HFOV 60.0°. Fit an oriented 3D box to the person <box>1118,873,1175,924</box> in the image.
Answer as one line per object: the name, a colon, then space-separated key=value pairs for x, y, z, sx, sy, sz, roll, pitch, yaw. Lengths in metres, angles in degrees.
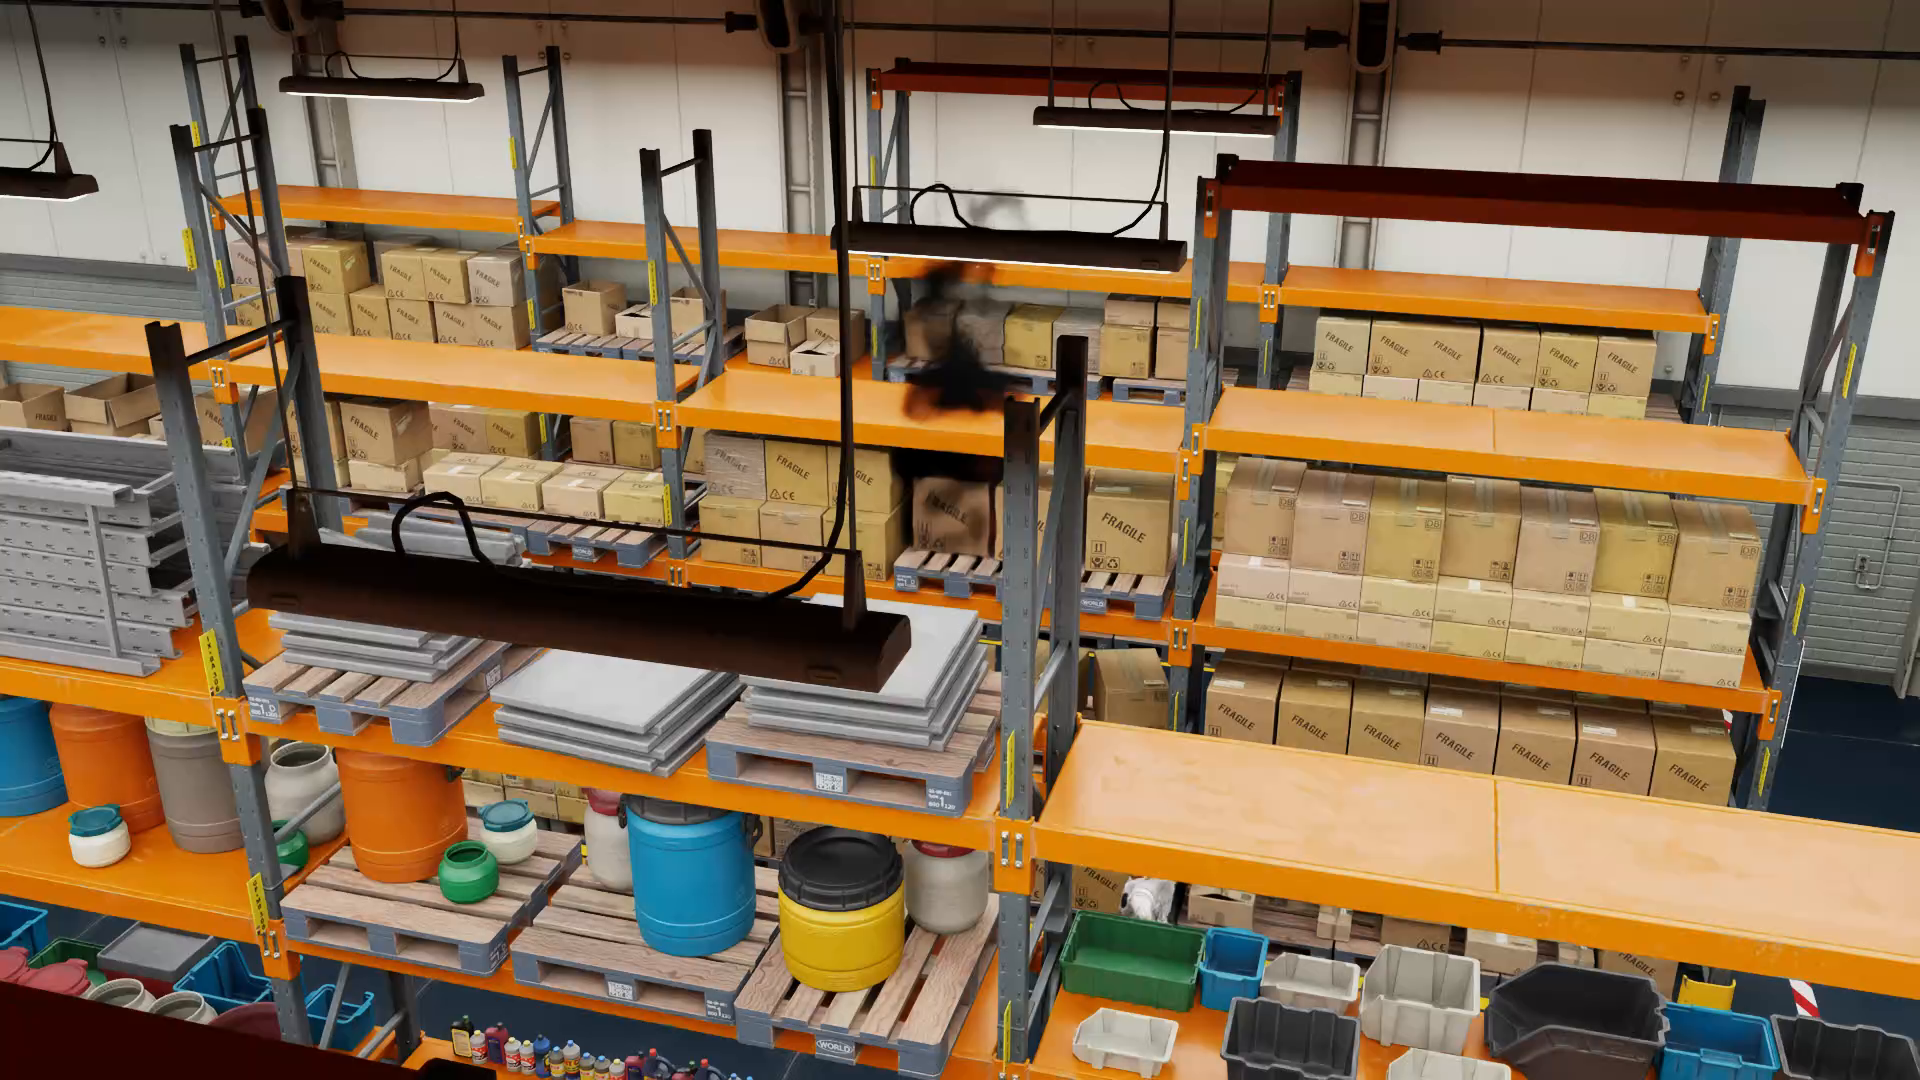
person: x=1.228 y=2.736 z=11.329 sx=0.589 sy=1.645 sz=0.614 roll=5 pitch=23 yaw=11
